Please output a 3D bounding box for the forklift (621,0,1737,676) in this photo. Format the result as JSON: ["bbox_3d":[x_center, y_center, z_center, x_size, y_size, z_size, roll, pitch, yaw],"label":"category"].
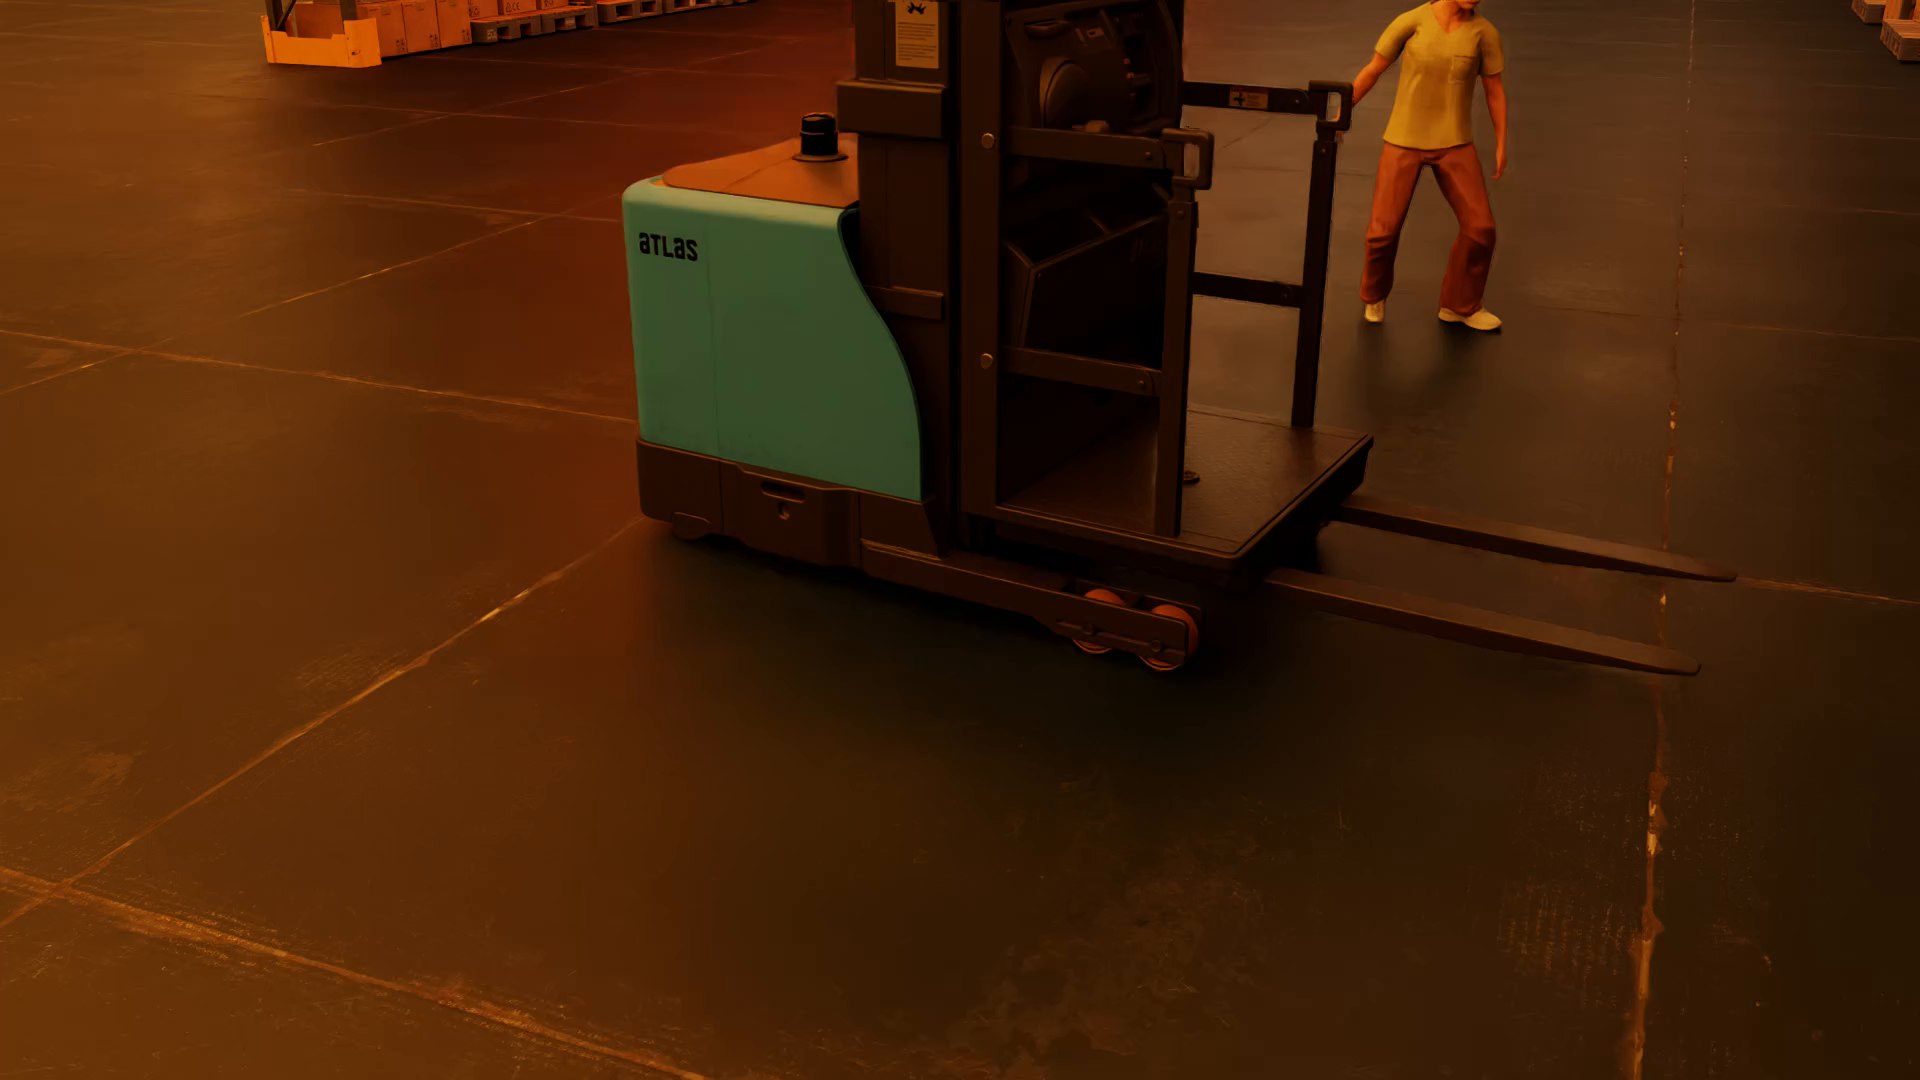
[{"bbox_3d":[0.543,-1.249,4.281,3.031,2.935,1.130,13,26,28],"label":"forklift"}]

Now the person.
[{"bbox_3d":[1.995,-1.706,7.152,0.814,1.640,0.487,5,23,11],"label":"person"}]
